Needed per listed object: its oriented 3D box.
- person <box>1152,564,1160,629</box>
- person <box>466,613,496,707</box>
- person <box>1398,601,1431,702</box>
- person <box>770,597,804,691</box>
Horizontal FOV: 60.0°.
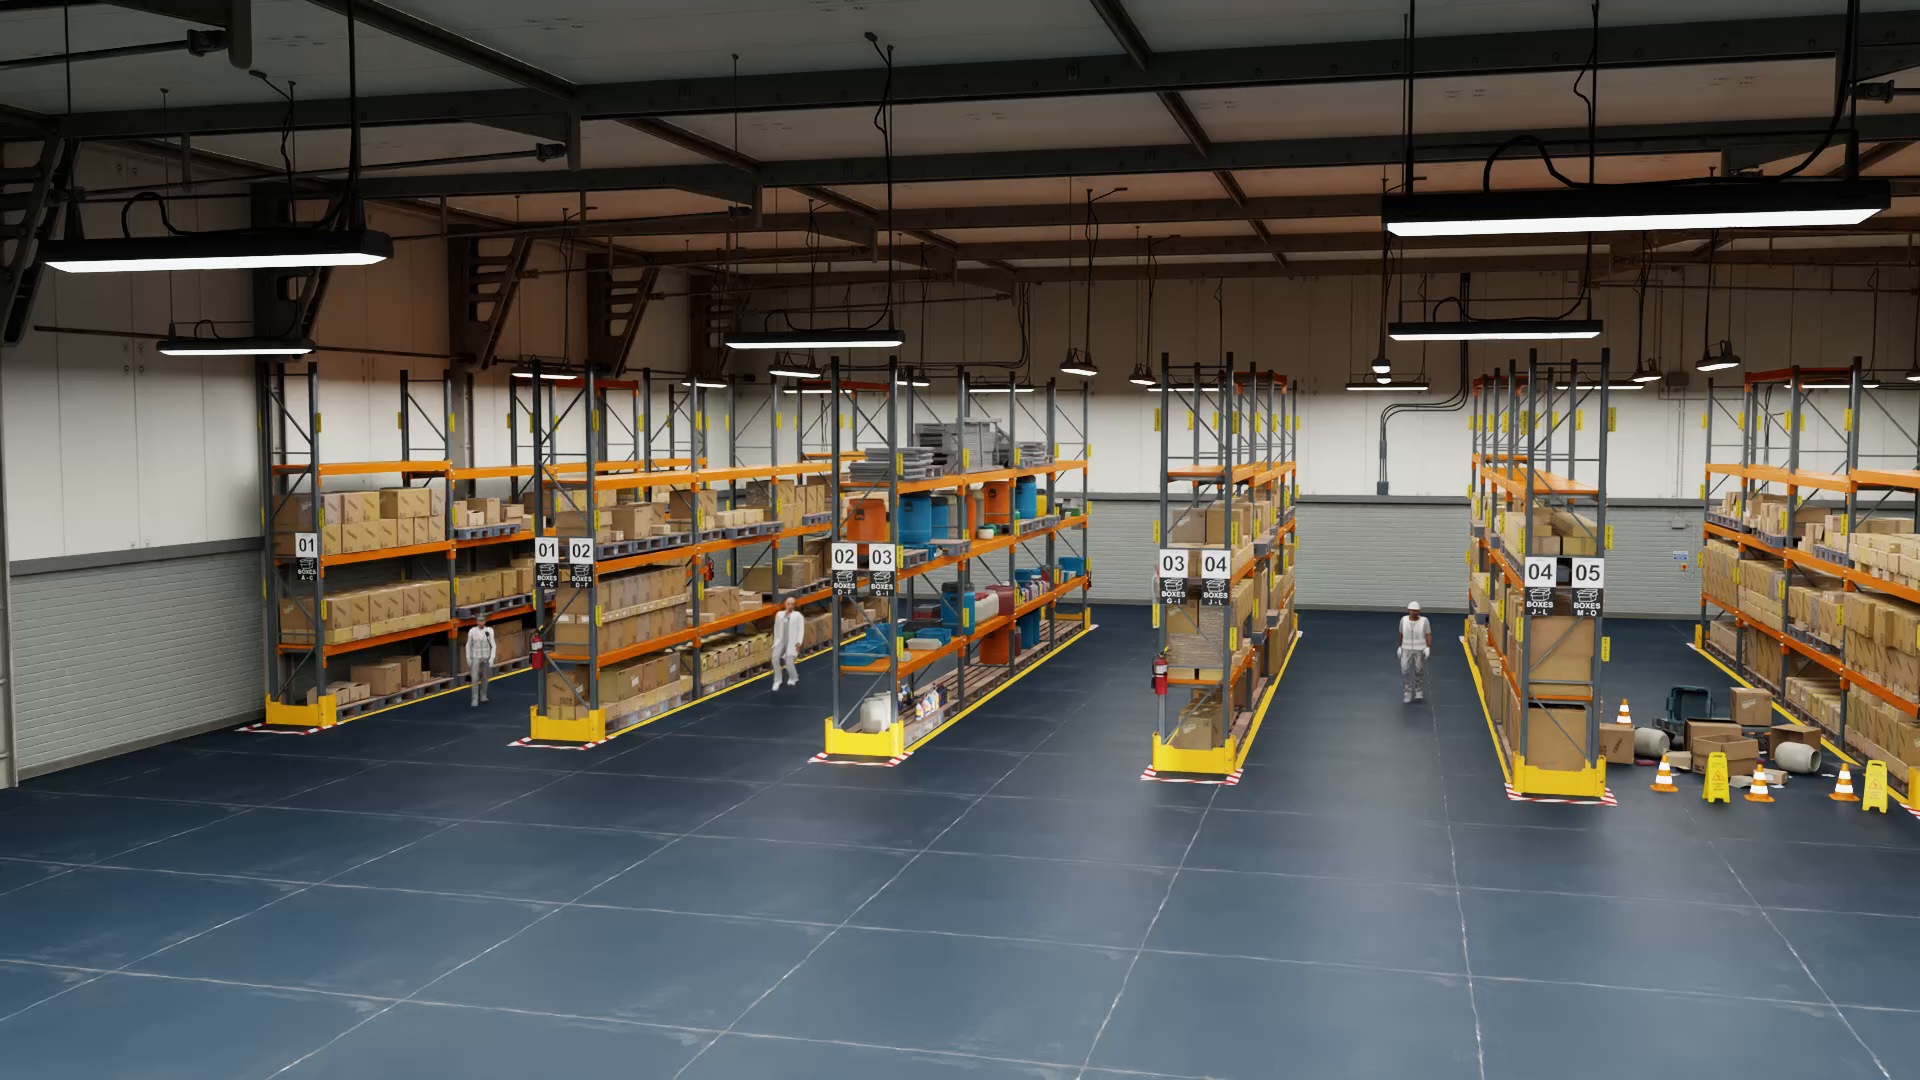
[{"bbox_3d":[4.893,1.329,40.527,0.421,1.506,0.643,1,4,12],"label":"person"},{"bbox_3d":[-8.479,2.094,29.457,0.509,1.619,0.951,-2,4,-23],"label":"person"},{"bbox_3d":[8.193,2.023,30.006,0.609,1.838,0.532,2,4,25],"label":"person"},{"bbox_3d":[-3.136,1.859,29.998,0.602,1.631,0.740,1,4,8],"label":"person"}]
